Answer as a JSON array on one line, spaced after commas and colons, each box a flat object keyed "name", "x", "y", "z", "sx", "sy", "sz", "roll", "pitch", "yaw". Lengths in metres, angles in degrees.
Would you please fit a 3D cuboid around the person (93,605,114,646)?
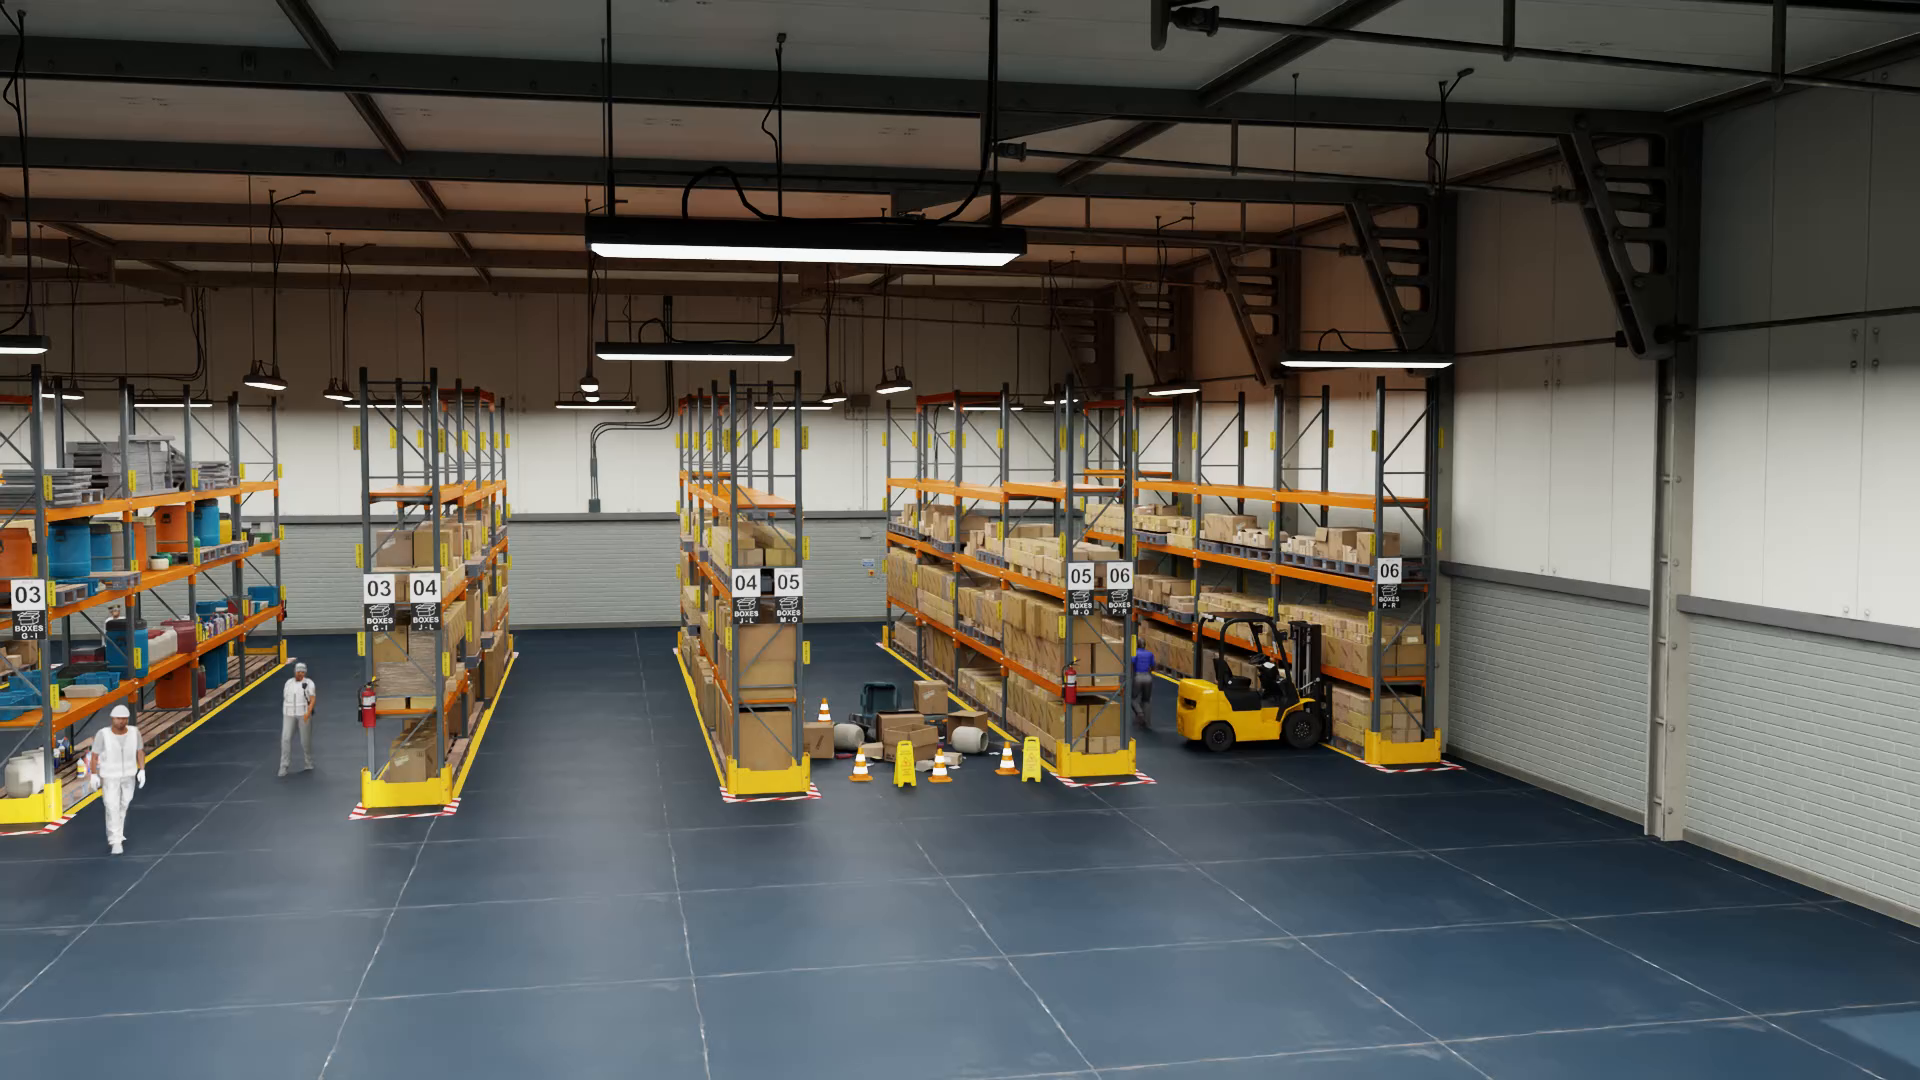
[{"name": "person", "x": -17.307, "y": 2.177, "z": 33.724, "sx": 0.425, "sy": 1.741, "sz": 0.528, "roll": -1, "pitch": 3, "yaw": -11}]

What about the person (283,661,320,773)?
[{"name": "person", "x": -10.032, "y": 2.676, "z": 25.297, "sx": 0.428, "sy": 1.667, "sz": 0.544, "roll": 2, "pitch": 4, "yaw": 31}]

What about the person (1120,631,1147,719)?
[{"name": "person", "x": 3.093, "y": 2.433, "z": 29.868, "sx": 0.573, "sy": 1.595, "sz": 0.610, "roll": -1, "pitch": 3, "yaw": -9}]

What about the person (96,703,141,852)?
[{"name": "person", "x": -10.386, "y": 2.885, "z": 20.416, "sx": 0.591, "sy": 1.778, "sz": 0.672, "roll": 0, "pitch": 3, "yaw": -3}]
